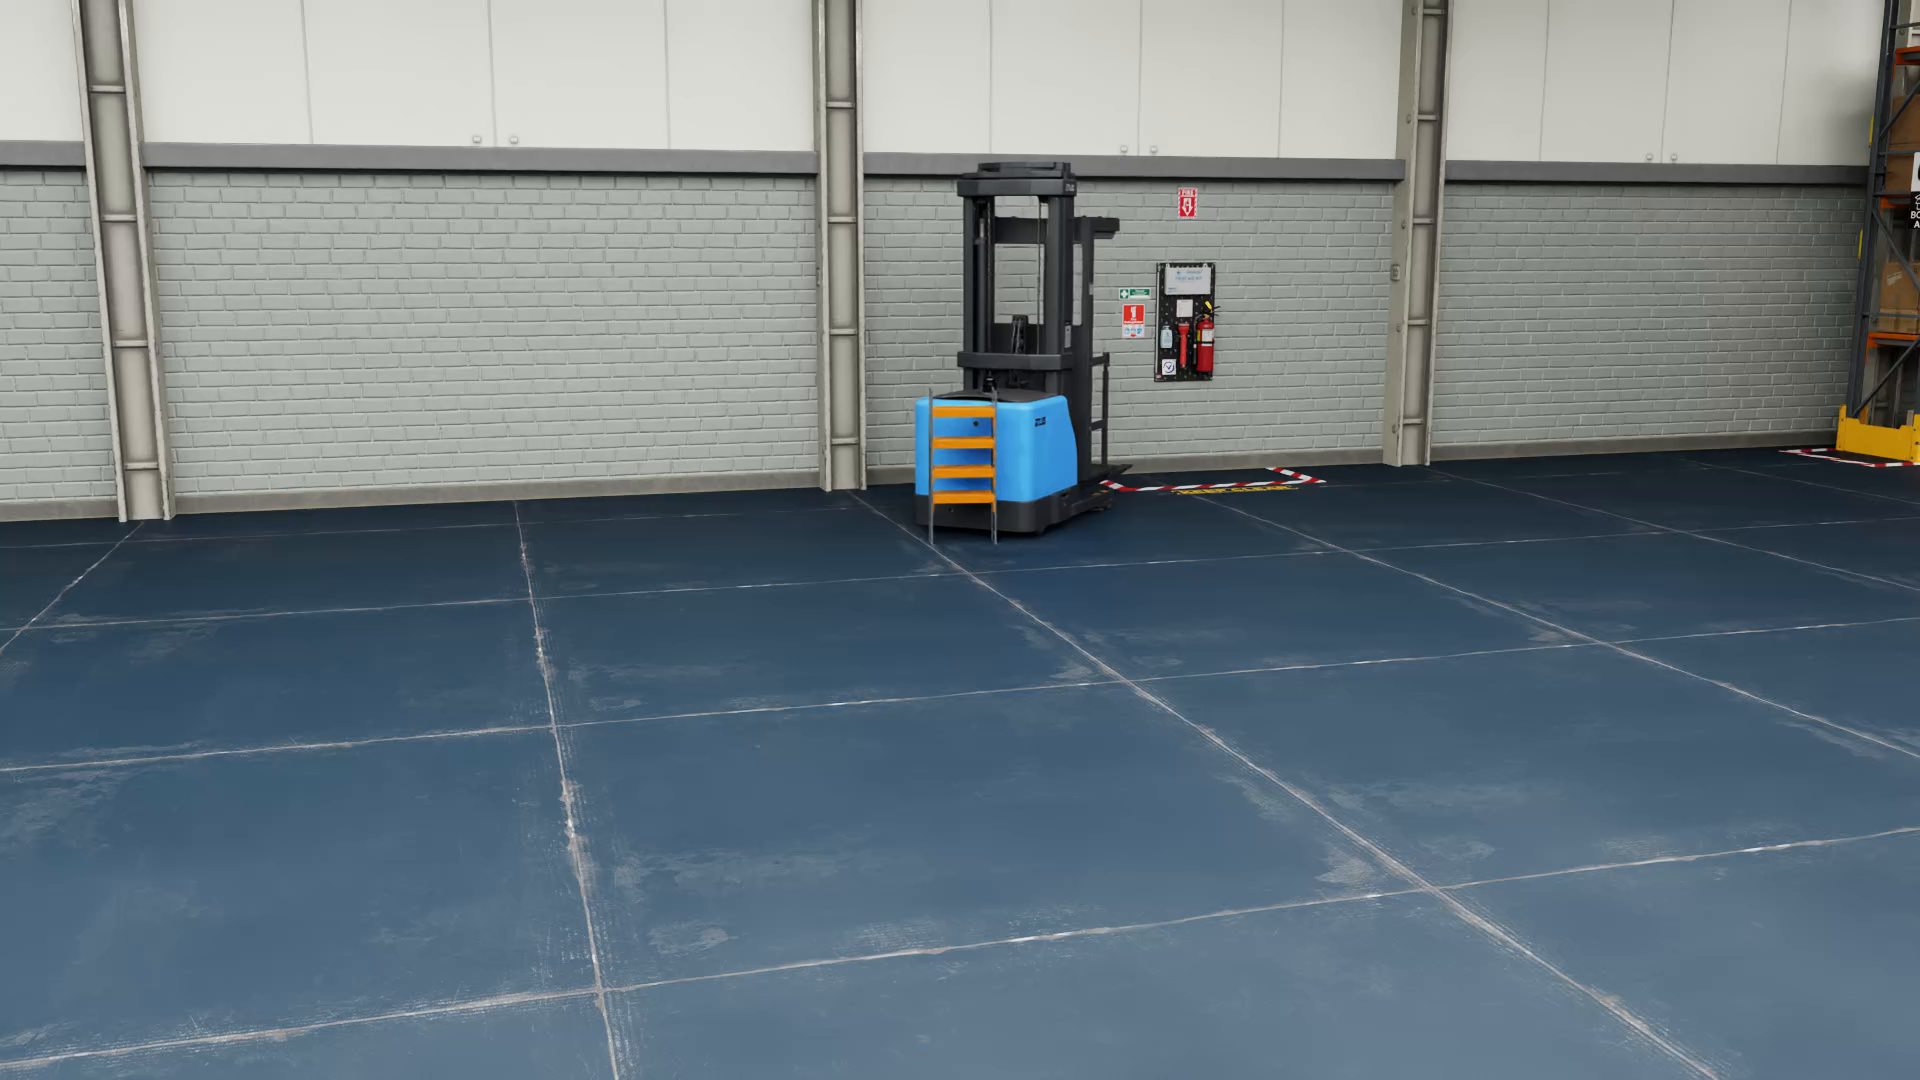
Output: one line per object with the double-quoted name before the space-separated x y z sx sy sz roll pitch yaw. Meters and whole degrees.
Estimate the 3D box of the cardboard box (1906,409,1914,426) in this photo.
"cardboard box" 10.674 -1.302 18.045 0.500 0.311 0.500 -4 11 -22

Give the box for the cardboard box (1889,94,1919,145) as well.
"cardboard box" 10.325 -4.482 17.729 0.500 0.500 0.500 -3 11 -13

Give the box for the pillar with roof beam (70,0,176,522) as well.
"pillar with roof beam" -5.665 -3.866 9.189 0.400 9.000 9.100 -3 11 -16

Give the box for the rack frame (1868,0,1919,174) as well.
"rack frame" 9.984 -5.339 17.193 0.127 3.000 1.000 -3 11 -16

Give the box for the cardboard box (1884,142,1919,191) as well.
"cardboard box" 10.314 -3.988 17.808 0.500 0.500 0.500 -2 11 -12

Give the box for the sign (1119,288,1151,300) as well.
"sign" 1.717 -2.419 16.340 0.331 0.109 0.001 -3 11 -16

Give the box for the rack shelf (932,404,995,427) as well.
"rack shelf" 0.020 -0.951 12.730 0.480 0.148 0.258 -1 10 -4

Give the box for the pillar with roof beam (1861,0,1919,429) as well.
"pillar with roof beam" 11.618 -4.776 14.137 0.400 9.000 9.100 -3 11 -16

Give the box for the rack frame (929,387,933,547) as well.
"rack frame" -0.223 -0.561 12.782 0.015 1.200 0.240 -1 10 -4

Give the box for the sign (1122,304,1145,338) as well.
"sign" 1.711 -2.160 16.395 0.234 0.329 0.001 -3 11 -16

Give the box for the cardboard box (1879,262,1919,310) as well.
"cardboard box" 10.377 -2.754 18.011 0.500 0.500 0.500 -3 11 -17

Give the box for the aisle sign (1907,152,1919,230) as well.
"aisle sign" 9.999 -3.611 17.198 0.004 0.787 0.394 -3 11 -16

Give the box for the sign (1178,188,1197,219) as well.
"sign" 2.235 -3.309 16.335 0.199 0.298 0.001 -3 11 -16

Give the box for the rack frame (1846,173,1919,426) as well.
"rack frame" 9.984 -2.389 17.736 0.127 3.000 1.000 -3 11 -16

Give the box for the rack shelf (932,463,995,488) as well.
"rack shelf" 0.020 -0.499 12.813 0.480 0.148 0.258 -1 10 -4

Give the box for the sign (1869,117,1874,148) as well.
"sign" 9.848 -4.397 17.914 0.005 0.325 0.100 -3 11 -16

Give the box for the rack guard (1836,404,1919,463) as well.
"rack guard" 10.057 -1.163 17.984 0.348 0.500 1.175 -3 11 -16

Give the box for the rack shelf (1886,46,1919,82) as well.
"rack shelf" 11.905 -5.085 17.808 4.000 0.370 1.077 -3 11 -16

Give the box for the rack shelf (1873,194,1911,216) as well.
"rack shelf" 11.905 -3.611 18.080 4.000 0.370 1.077 -3 11 -16

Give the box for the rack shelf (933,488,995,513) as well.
"rack shelf" 0.020 -0.303 12.849 0.480 0.148 0.258 -1 10 -4

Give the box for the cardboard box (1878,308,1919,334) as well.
"cardboard box" 10.379 -2.382 18.060 0.500 0.250 0.500 -3 11 -15

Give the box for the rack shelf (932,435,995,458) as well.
"rack shelf" 0.020 -0.719 12.773 0.480 0.148 0.258 -1 10 -4

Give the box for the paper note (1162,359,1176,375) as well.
"paper note" 2.081 -1.722 16.549 0.142 0.148 0.016 -3 11 -16

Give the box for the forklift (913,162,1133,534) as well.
"forklift" 0.697 -1.712 14.249 1.130 2.935 3.031 5 11 24

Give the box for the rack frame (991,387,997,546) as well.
"rack frame" 0.263 -0.568 12.820 0.015 1.200 0.240 -1 10 -4

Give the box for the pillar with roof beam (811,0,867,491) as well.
"pillar with roof beam" 0.096 -4.169 10.839 0.400 9.000 9.100 -3 11 -16

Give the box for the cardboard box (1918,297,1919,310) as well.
"cardboard box" 10.527 -2.665 17.528 0.500 0.500 0.500 -3 11 -16

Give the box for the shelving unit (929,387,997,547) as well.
"shelving unit" 0.020 -0.565 12.801 0.503 1.200 0.258 -1 10 -4

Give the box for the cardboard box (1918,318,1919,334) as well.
"cardboard box" 10.542 -2.294 17.583 0.500 0.250 0.500 -3 11 -18

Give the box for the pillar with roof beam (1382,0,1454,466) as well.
"pillar with roof beam" 5.857 -4.473 12.488 0.400 9.000 9.100 -3 11 -16

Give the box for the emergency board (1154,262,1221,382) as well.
"emergency board" 2.270 -2.152 16.453 0.643 1.169 0.194 -3 11 -16

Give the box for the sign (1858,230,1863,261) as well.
"sign" 9.848 -3.211 18.133 0.005 0.325 0.100 -3 11 -16

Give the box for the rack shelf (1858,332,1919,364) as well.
"rack shelf" 11.905 -2.136 18.351 4.000 0.370 1.077 -3 11 -16
